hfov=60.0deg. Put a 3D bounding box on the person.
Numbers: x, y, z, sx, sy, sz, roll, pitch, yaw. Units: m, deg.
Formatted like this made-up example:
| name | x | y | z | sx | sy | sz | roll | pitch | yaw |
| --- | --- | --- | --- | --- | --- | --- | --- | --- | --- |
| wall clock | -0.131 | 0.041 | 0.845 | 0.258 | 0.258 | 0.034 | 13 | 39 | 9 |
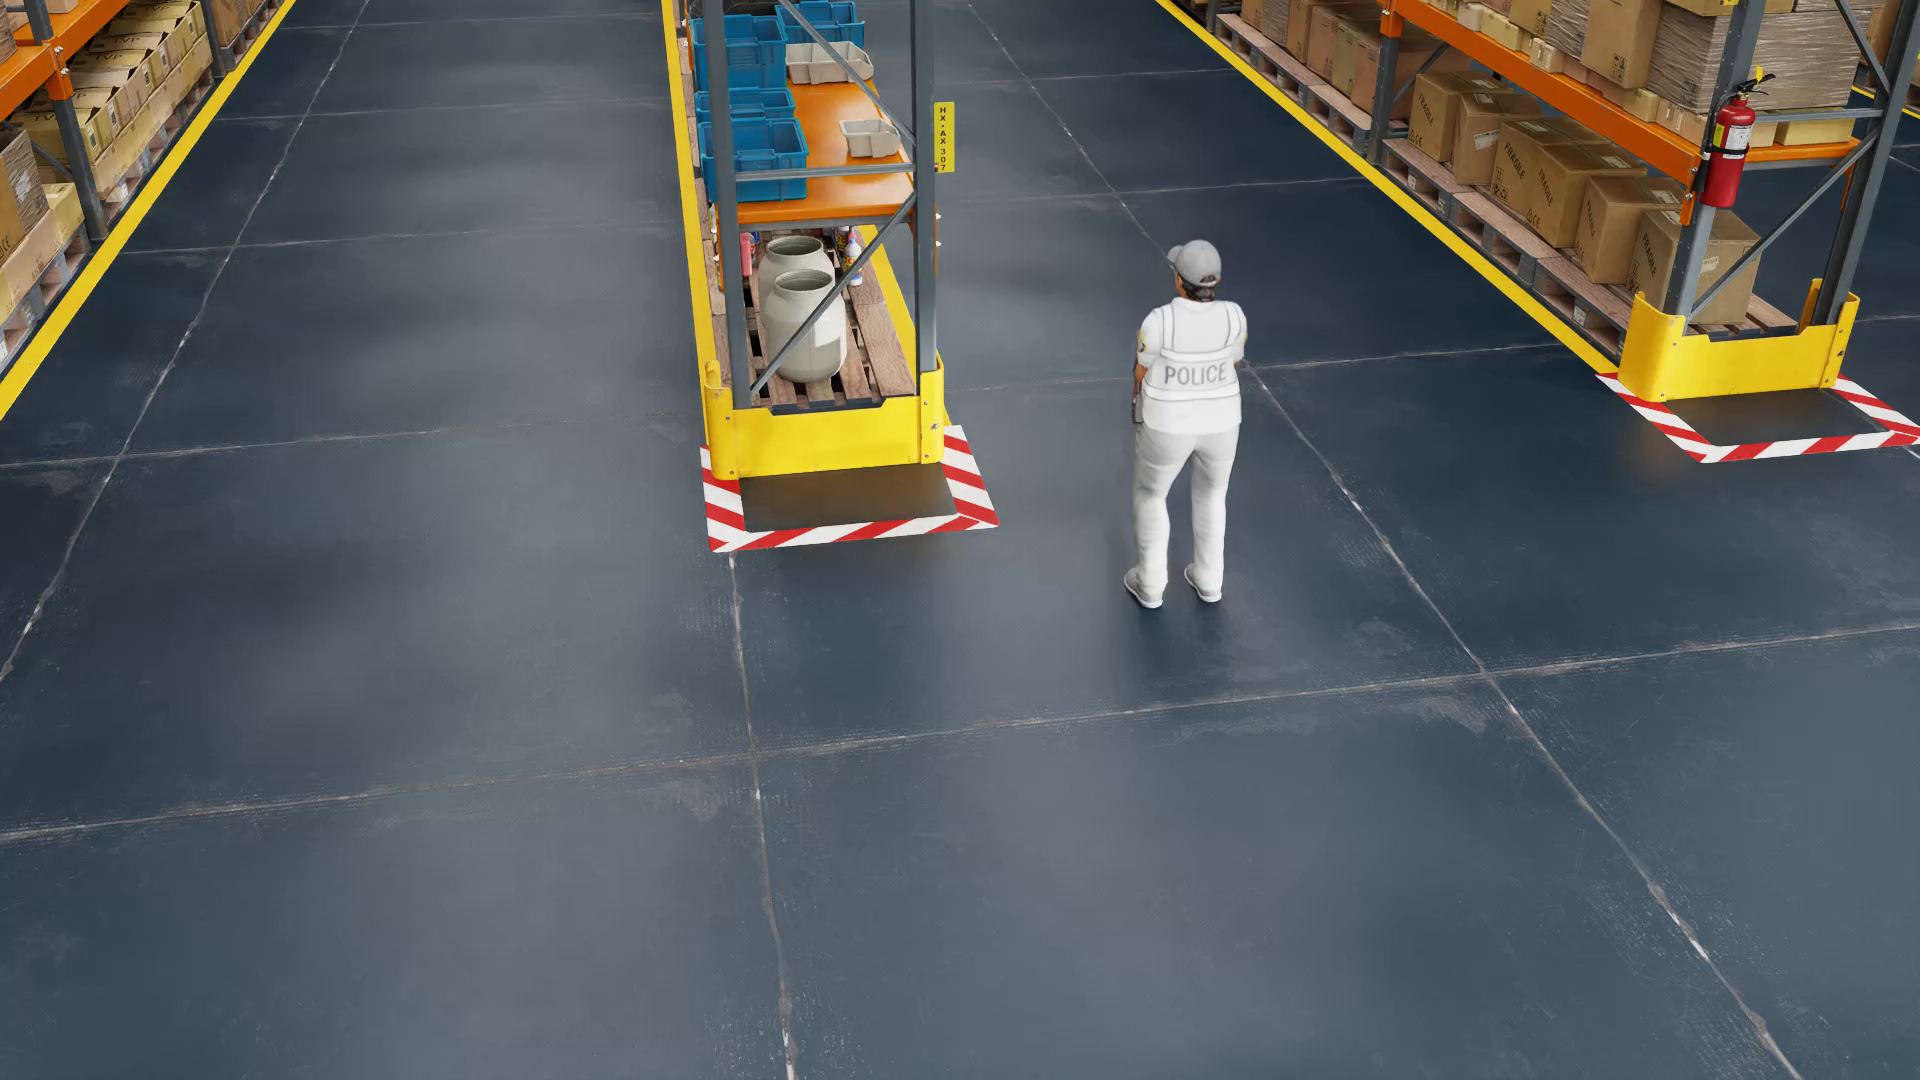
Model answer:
| name | x | y | z | sx | sy | sz | roll | pitch | yaw |
| --- | --- | --- | --- | --- | --- | --- | --- | --- | --- |
| person | 0.928 | -0.509 | 6.993 | 0.455 | 1.657 | 0.541 | -5 | 31 | -8 |
